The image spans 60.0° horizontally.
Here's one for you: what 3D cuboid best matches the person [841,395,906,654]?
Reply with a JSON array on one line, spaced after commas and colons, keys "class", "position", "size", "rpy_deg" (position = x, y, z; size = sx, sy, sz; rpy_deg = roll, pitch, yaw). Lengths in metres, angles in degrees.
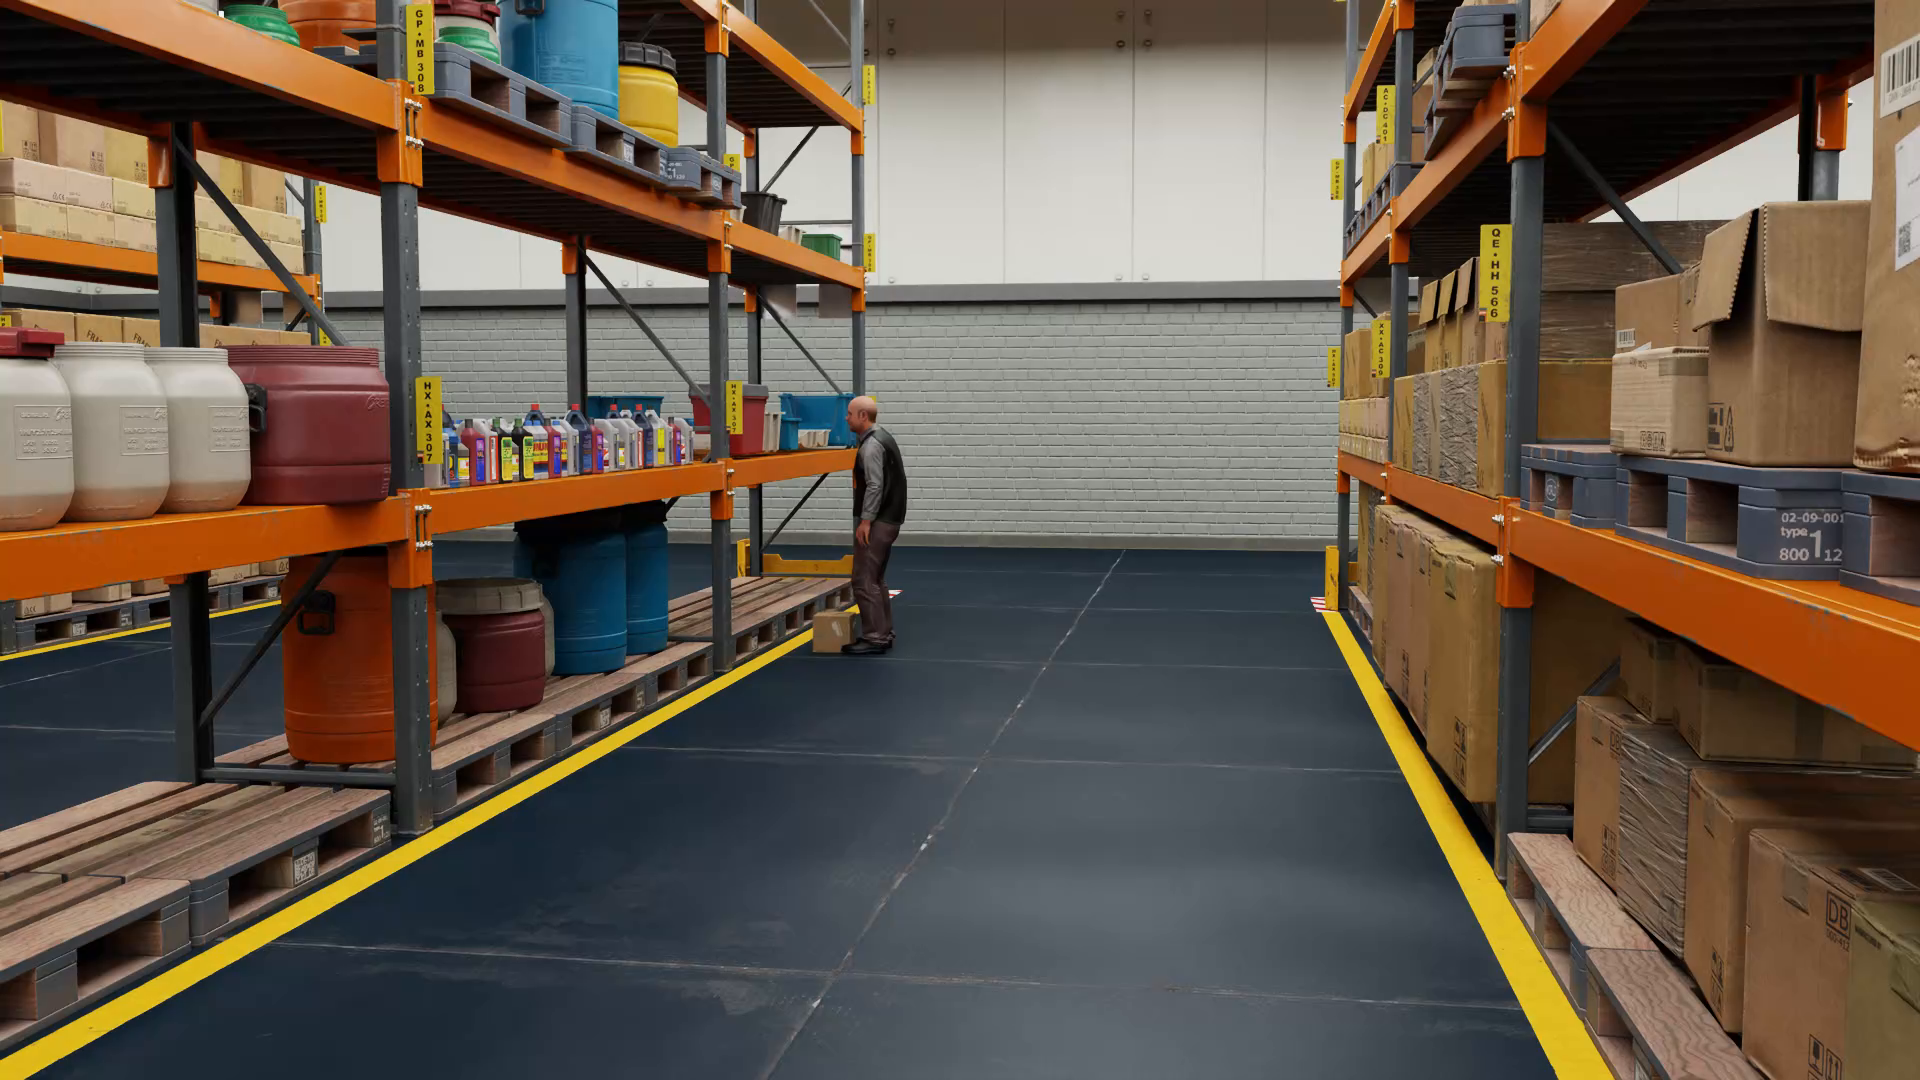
[{"class": "person", "position": [-0.573, -0.107, 11.166], "size": [0.416, 1.721, 0.588], "rpy_deg": [1, 4, 7]}]
